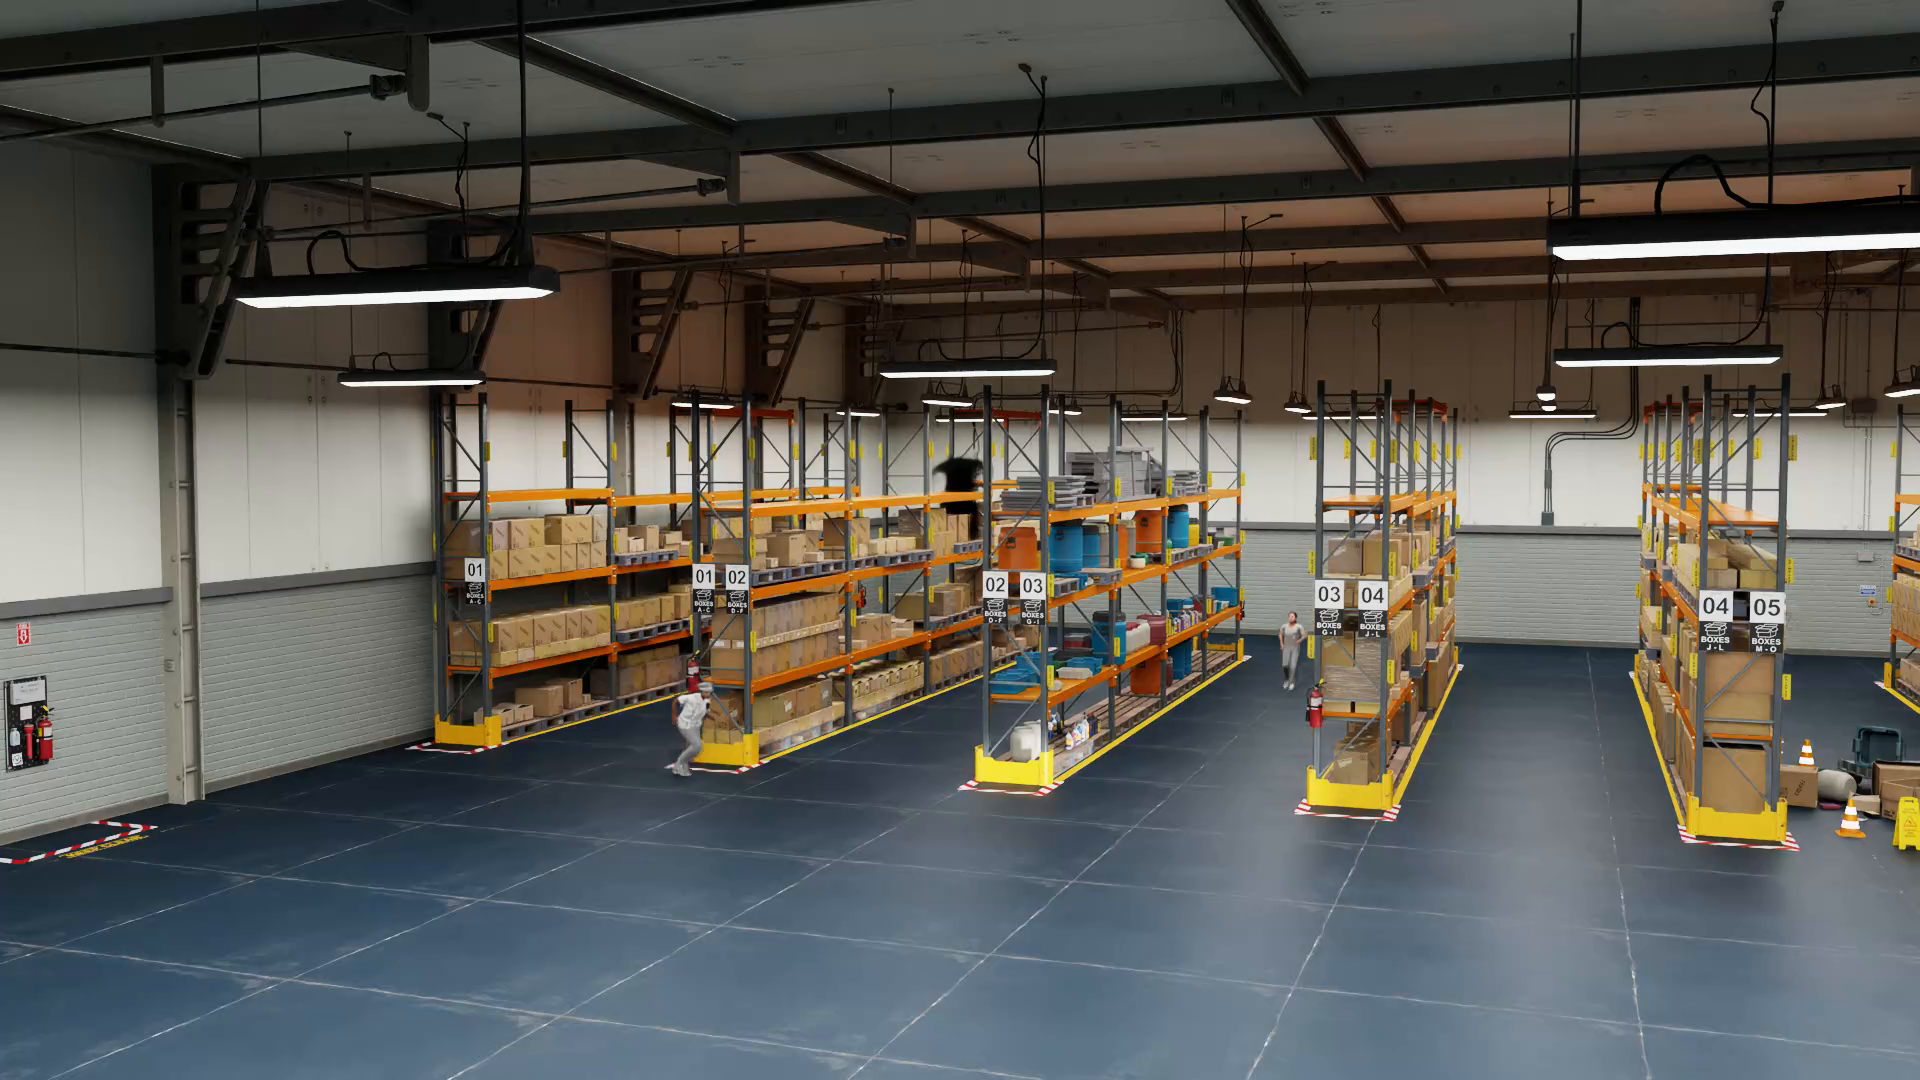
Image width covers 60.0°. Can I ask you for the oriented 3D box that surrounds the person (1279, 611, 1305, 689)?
[{"bbox_3d":[6.955,2.318,34.857,0.558,1.648,0.639,1,3,15],"label":"person"}]

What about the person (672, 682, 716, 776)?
[{"bbox_3d":[-4.107,2.901,25.426,0.869,1.489,0.604,2,4,34],"label":"person"}]

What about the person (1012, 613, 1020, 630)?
[{"bbox_3d":[1.605,1.848,42.805,0.927,1.809,0.691,1,3,16],"label":"person"}]
